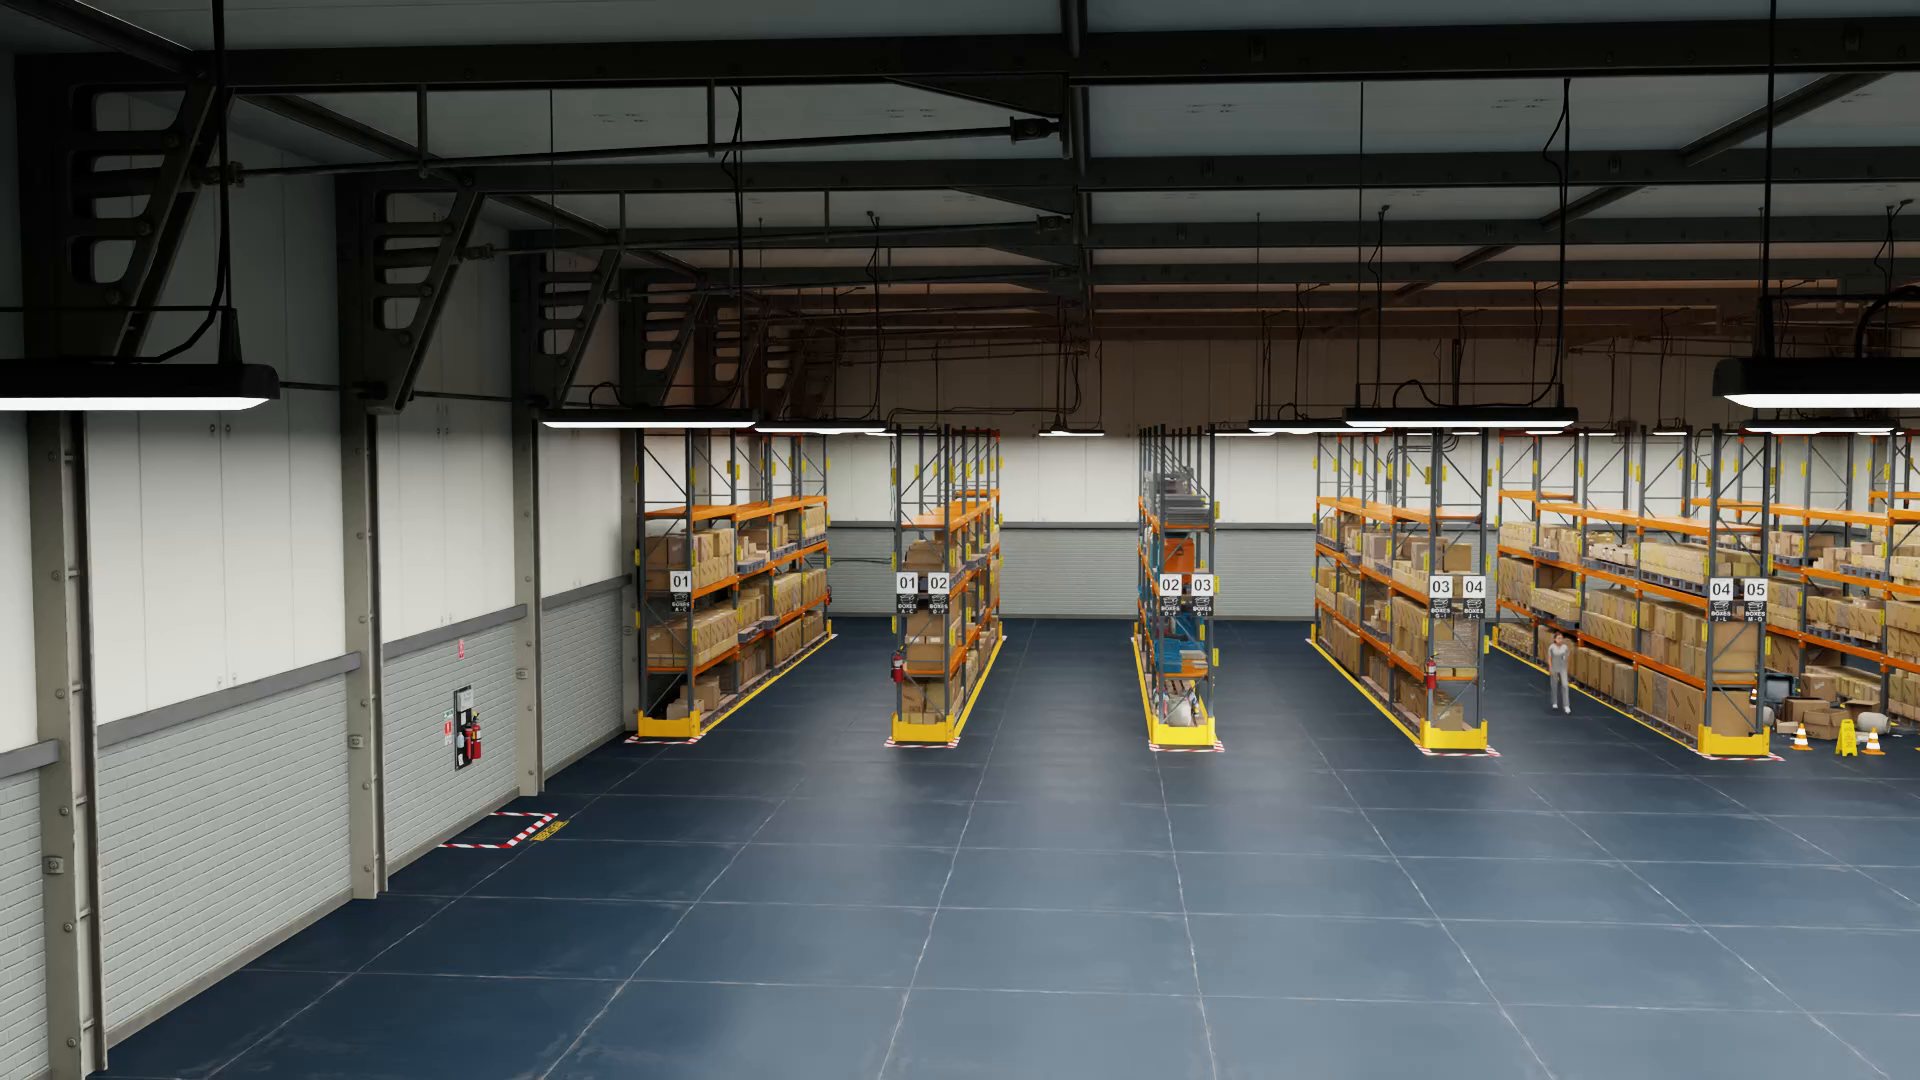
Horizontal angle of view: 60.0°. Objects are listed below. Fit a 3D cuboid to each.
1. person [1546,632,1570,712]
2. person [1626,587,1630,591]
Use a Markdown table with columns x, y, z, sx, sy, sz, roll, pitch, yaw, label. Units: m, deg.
| x | y | z | sx | sy | sz | roll | pitch | yaw | label |
| --- | --- | --- | --- | --- | --- | --- | --- | --- | --- |
| 12.663 | 2.756 | 35.033 | 0.738 | 1.649 | 0.565 | -2 | 4 | -33 | person |
| 17.936 | 2.131 | 45.057 | 0.589 | 1.762 | 0.712 | -1 | 4 | -16 | person |
